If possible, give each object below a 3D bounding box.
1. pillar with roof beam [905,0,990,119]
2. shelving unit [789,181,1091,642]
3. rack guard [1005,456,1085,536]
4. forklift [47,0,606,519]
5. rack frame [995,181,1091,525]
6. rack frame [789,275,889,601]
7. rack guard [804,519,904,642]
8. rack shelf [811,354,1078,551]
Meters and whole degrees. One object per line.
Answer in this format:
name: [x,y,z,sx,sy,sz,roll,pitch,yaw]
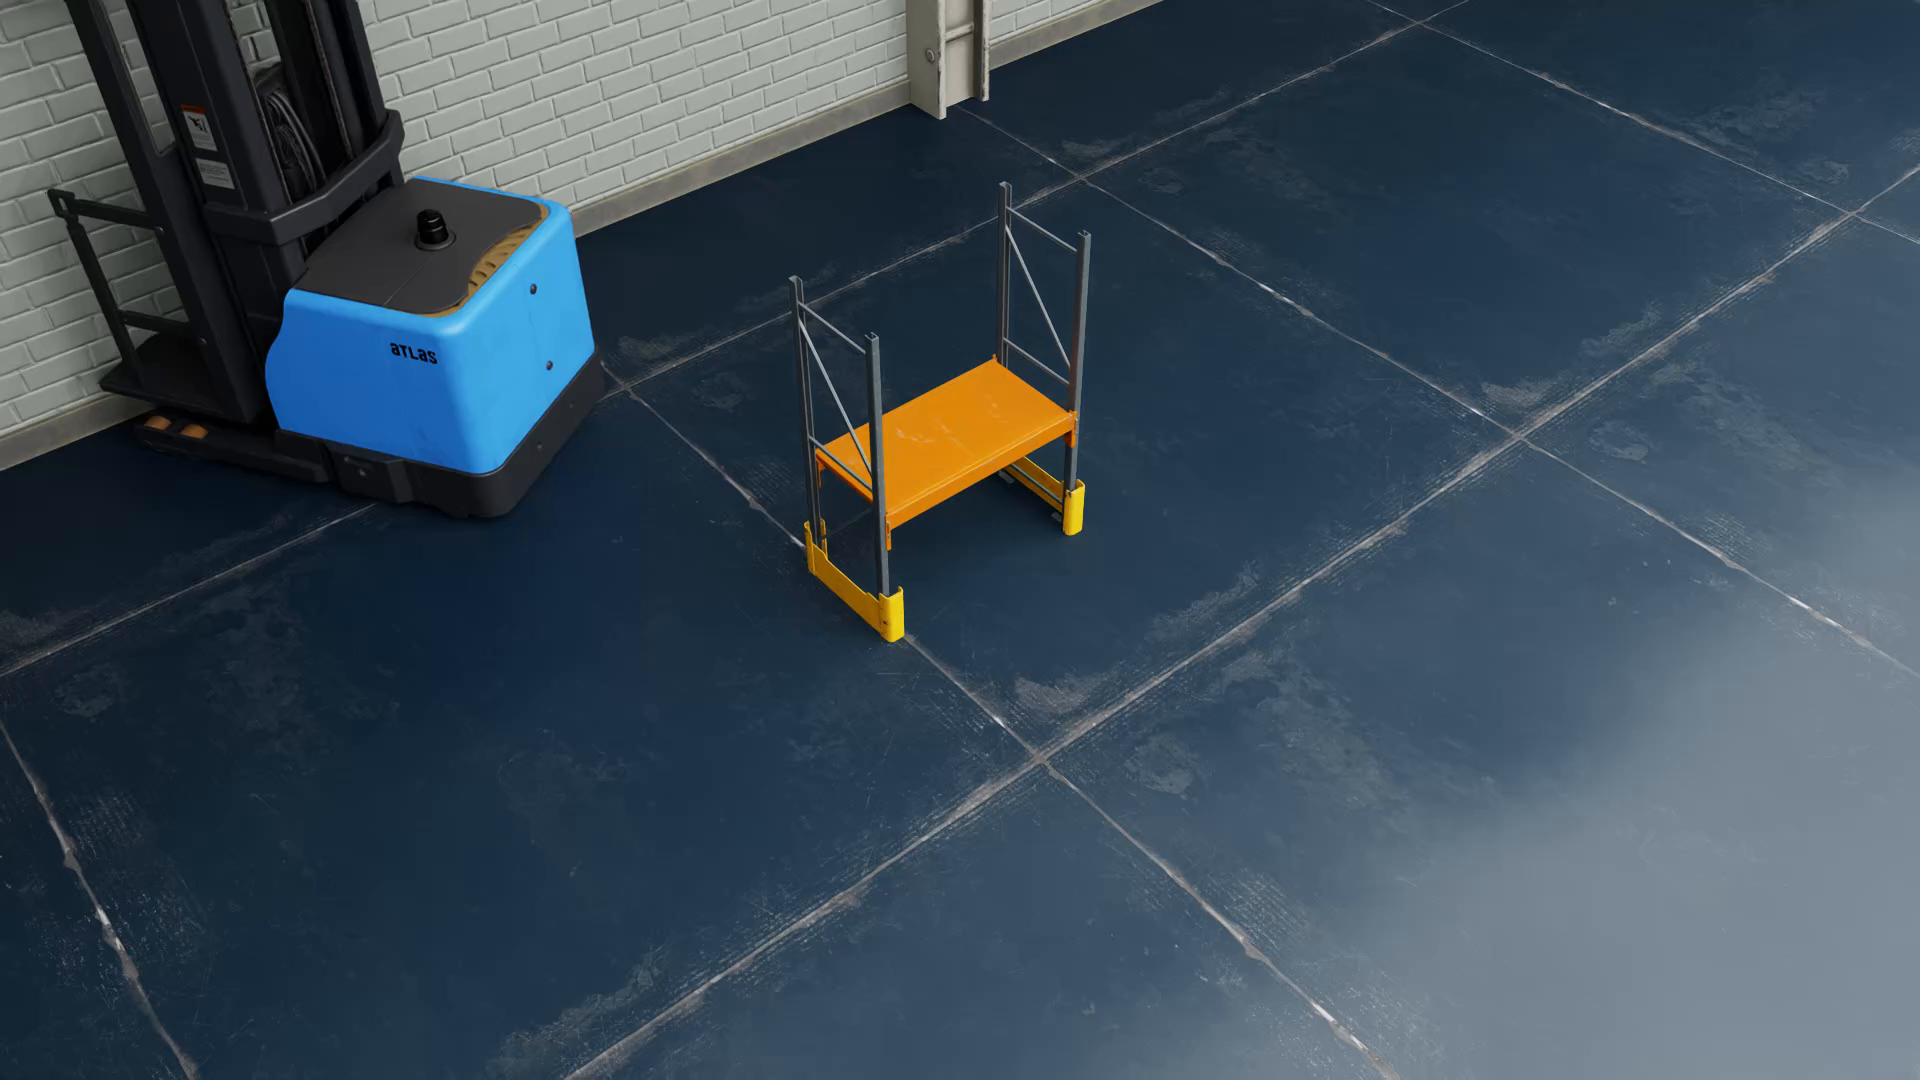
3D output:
pillar with roof beam: [2.692,-3.695,4.611,0.400,9.000,9.100,-30,51,-28]
shelving unit: [-0.058,-0.513,6.701,1.083,1.500,0.587,-30,51,-28]
rack guard: [0.324,-0.276,7.362,0.087,0.250,0.587,-30,51,-28]
forklift: [-3.260,-1.761,6.984,3.031,2.935,1.130,13,45,13]
rack frame: [0.324,-0.733,6.934,0.032,1.500,0.500,-30,51,-28]
rack frame: [-0.455,-0.286,6.459,0.032,1.500,0.500,-30,51,-28]
rack guard: [-0.440,0.161,6.896,0.087,0.250,0.587,-30,51,-28]
rack shelf: [-0.065,-0.378,6.820,1.000,0.185,0.538,-30,51,-28]
